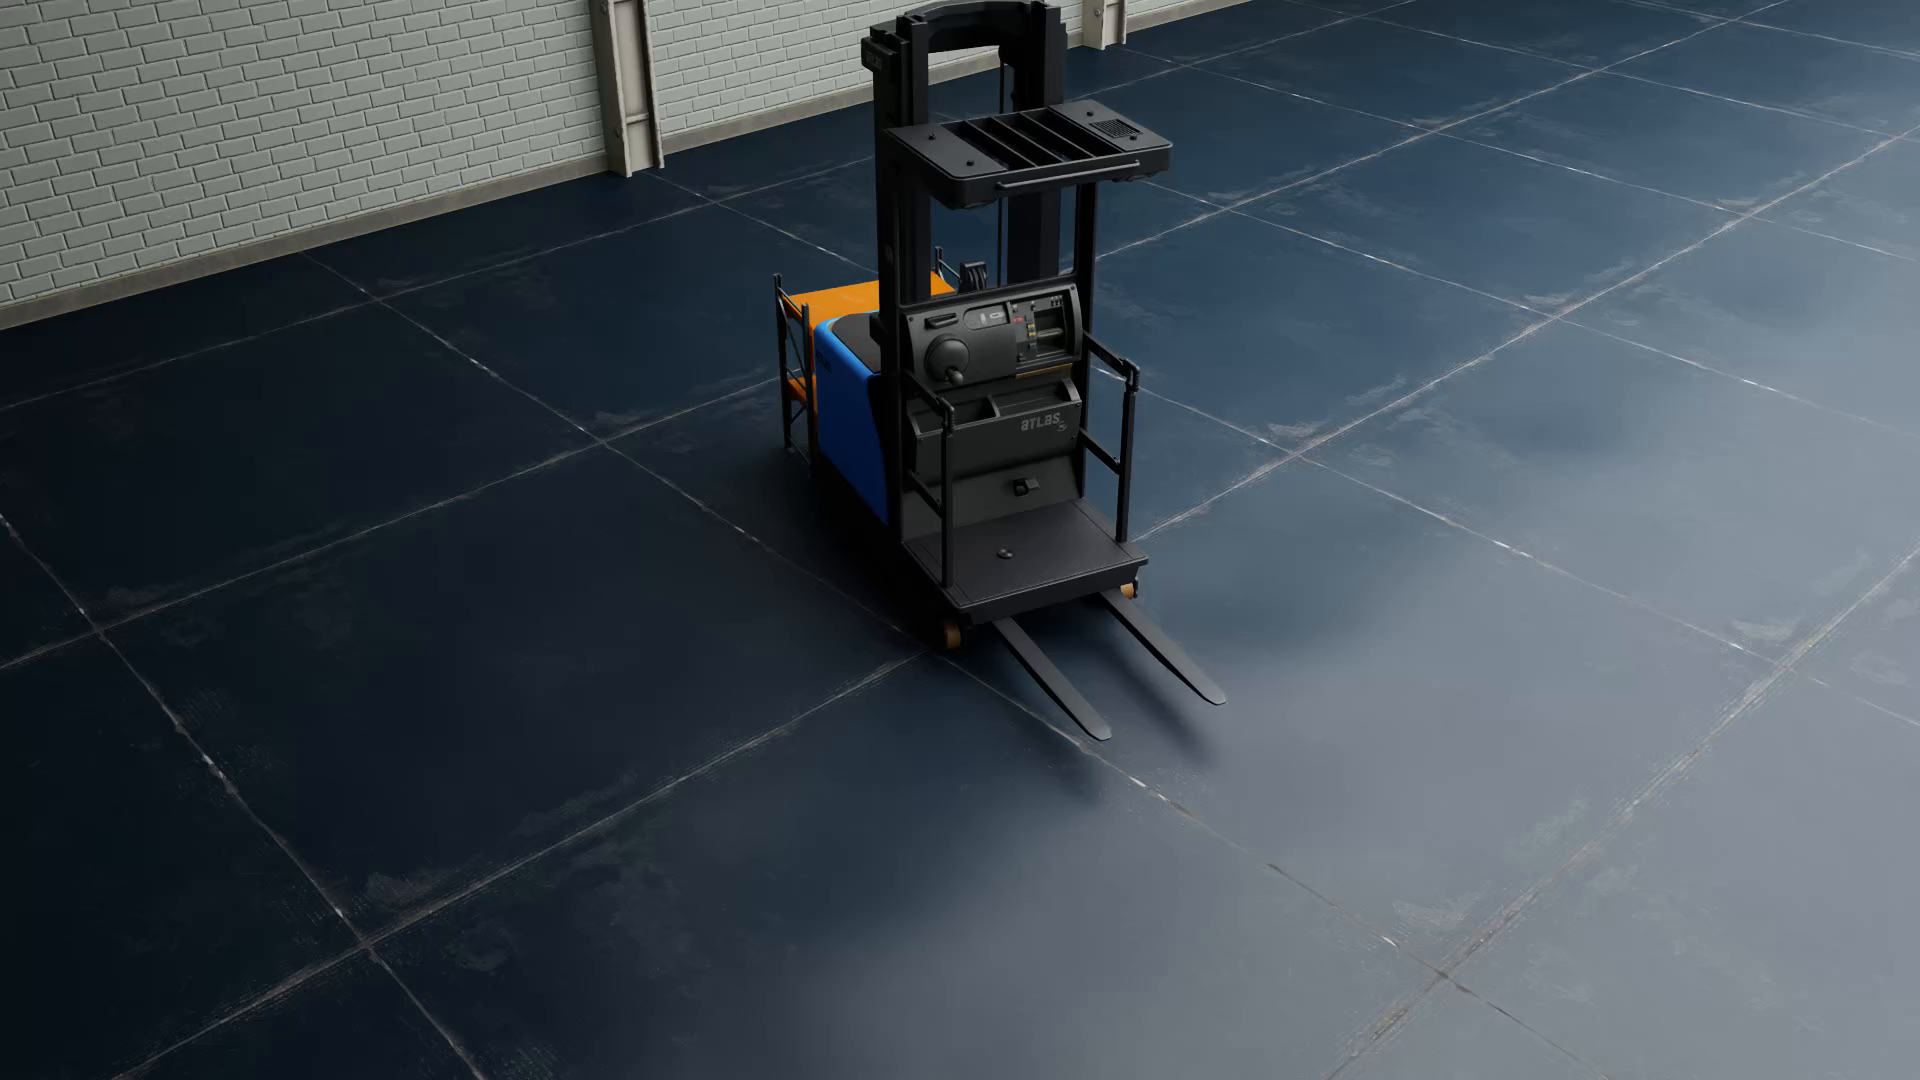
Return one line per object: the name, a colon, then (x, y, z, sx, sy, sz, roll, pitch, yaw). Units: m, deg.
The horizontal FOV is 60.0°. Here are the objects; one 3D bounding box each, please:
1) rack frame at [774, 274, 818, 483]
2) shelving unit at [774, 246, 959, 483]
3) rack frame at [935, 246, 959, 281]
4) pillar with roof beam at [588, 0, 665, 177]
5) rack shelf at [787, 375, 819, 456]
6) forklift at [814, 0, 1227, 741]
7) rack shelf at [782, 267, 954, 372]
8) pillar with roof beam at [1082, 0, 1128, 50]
rack frame: (-0.957, -0.939, 9.708, 0.032, 1.125, 0.500, -14, 34, -21)
shelving unit: (-0.496, -1.051, 9.890, 1.048, 1.125, 0.538, -14, 34, -21)
rack frame: (-0.034, -1.162, 10.072, 0.032, 1.125, 0.500, -14, 34, -21)
pillar with roof beam: (0.086, -5.457, 9.548, 0.400, 9.000, 9.100, -26, 40, -35)
rack shelf: (-0.496, -0.842, 10.017, 1.000, 0.278, 0.538, -14, 34, -21)
forklift: (0.269, -0.958, 8.006, 1.130, 2.935, 3.031, -14, 34, -22)
rack shelf: (-0.496, -1.300, 9.737, 1.000, 0.278, 0.538, -14, 34, -21)
pillar with roof beam: (4.485, -7.585, 13.029, 0.400, 9.000, 9.100, -26, 40, -35)
